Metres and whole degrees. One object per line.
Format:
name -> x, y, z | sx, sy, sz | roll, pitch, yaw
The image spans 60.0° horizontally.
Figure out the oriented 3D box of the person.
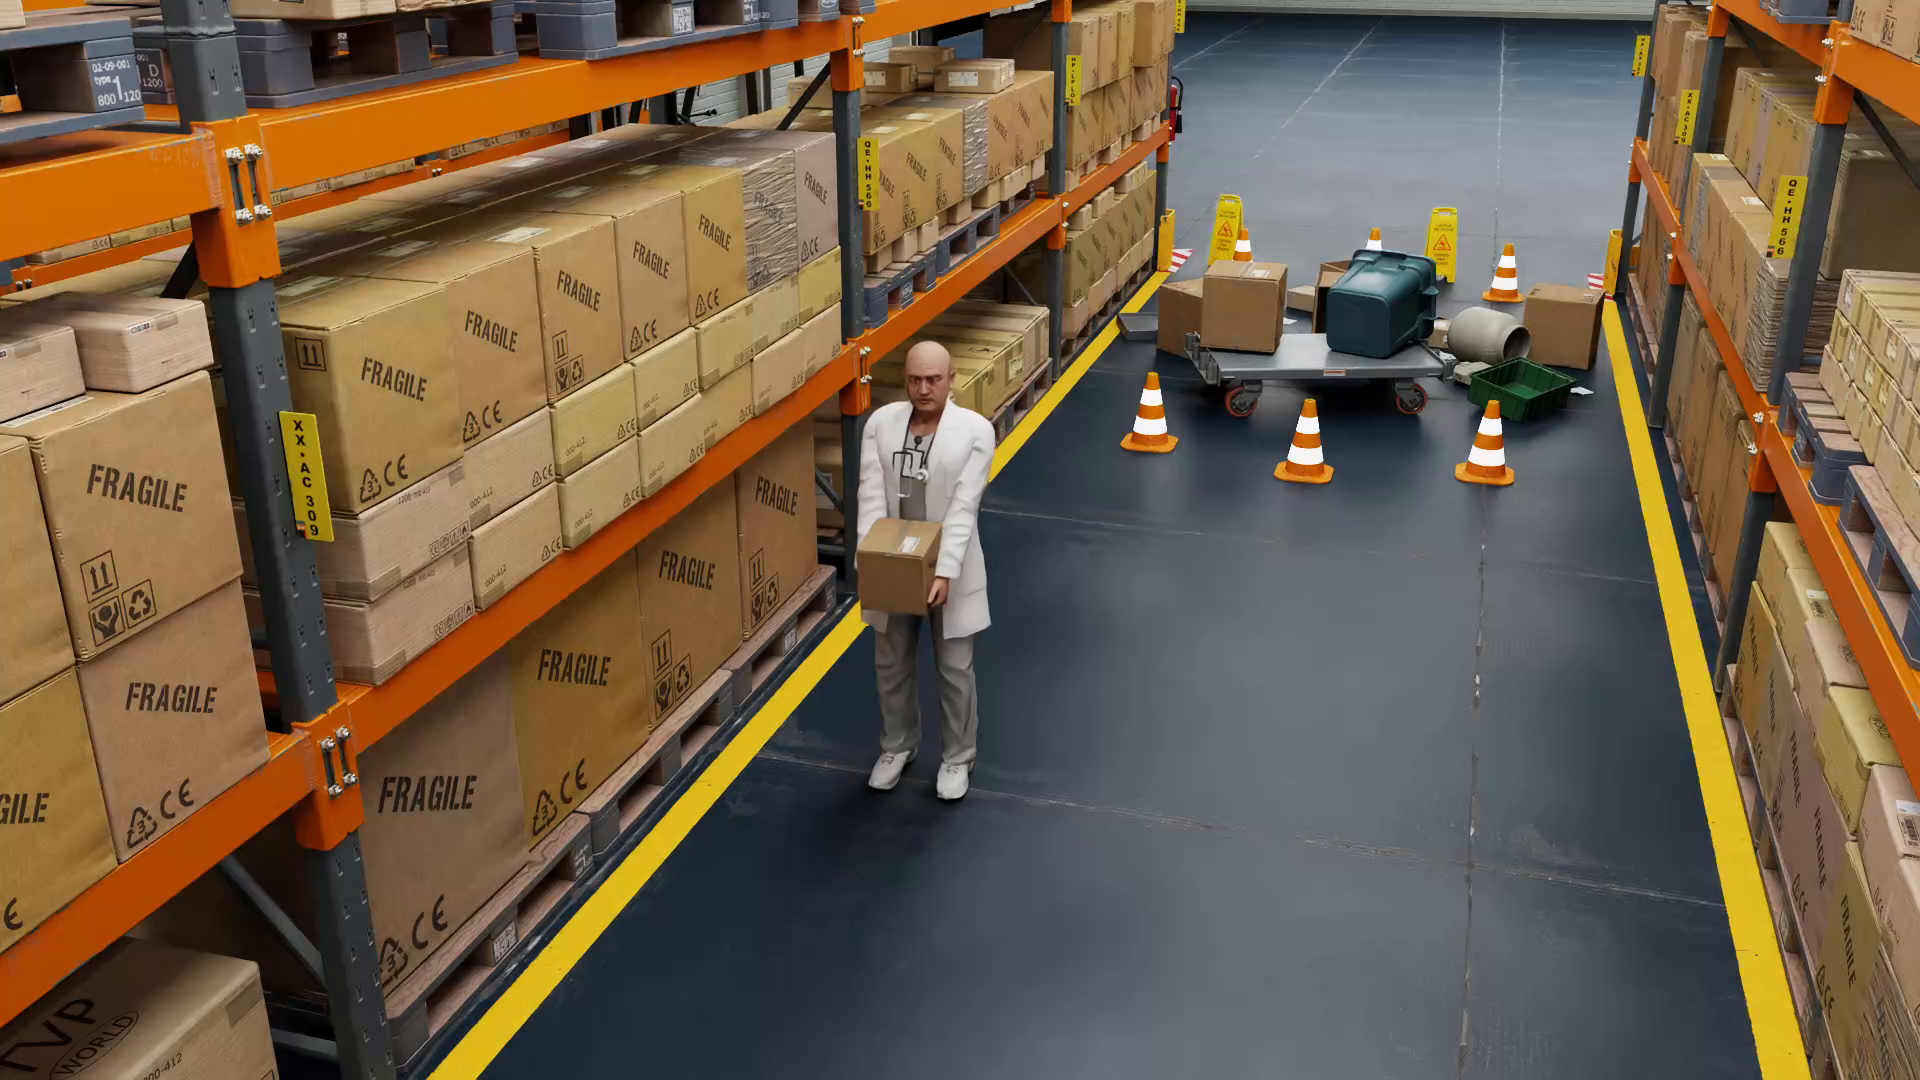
person -> -0.156, 0.148, 6.240 | 0.528, 1.781, 0.564 | 6, 22, 15
